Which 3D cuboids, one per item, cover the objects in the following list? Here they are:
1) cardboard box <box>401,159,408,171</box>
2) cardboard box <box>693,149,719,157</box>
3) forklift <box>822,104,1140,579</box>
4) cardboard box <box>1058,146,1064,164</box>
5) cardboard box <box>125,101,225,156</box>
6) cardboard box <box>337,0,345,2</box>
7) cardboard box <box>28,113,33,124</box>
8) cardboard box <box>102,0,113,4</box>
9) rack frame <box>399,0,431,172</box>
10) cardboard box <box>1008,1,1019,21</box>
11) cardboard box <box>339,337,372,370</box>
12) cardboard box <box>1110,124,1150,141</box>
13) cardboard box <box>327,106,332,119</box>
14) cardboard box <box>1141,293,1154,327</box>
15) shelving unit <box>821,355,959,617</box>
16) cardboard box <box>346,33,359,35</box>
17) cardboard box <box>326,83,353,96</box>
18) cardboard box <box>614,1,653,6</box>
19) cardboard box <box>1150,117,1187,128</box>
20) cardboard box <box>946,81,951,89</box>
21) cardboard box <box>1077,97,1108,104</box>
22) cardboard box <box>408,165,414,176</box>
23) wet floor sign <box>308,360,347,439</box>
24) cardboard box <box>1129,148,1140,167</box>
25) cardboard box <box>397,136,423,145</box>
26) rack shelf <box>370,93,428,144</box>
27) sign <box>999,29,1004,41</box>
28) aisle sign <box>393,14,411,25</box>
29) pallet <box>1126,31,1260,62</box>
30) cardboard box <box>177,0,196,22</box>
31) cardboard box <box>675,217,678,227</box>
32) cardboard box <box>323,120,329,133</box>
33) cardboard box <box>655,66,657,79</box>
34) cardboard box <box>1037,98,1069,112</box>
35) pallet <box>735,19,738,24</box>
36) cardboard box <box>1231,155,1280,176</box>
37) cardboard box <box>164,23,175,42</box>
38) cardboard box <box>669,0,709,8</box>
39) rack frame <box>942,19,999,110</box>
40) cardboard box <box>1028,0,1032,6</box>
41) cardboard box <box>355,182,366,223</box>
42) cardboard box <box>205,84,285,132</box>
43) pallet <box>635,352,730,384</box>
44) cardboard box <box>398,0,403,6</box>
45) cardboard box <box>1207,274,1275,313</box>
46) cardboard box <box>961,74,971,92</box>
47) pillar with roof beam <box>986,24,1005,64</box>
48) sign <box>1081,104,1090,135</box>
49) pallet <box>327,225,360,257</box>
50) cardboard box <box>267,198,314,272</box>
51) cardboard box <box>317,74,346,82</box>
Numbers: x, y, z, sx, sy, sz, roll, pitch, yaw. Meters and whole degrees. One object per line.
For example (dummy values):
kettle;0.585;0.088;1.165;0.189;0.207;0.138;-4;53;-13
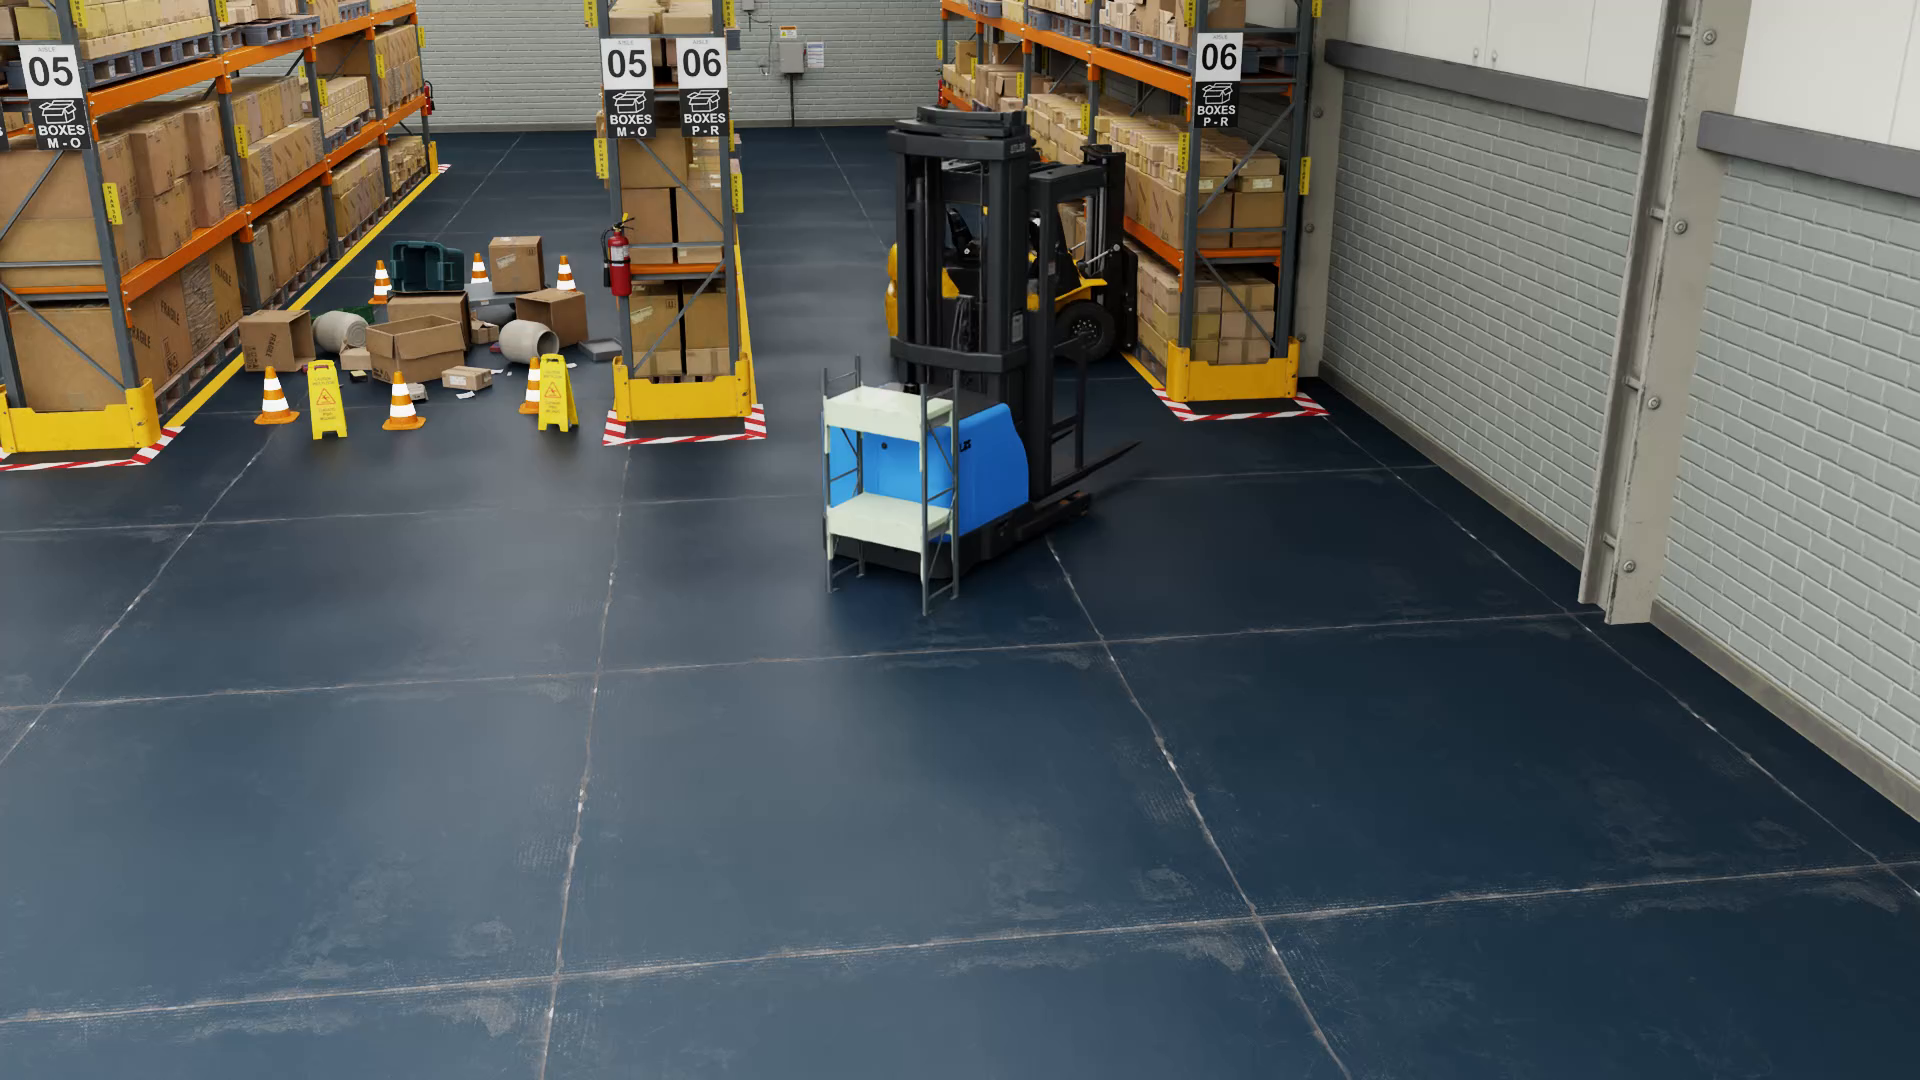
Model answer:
cardboard box;-8.994;-5.955;26.424;0.380;0.149;0.250;-3;21;-8
cardboard box;-2.529;-3.569;16.418;0.500;0.500;0.500;-2;21;-6
forklift;0.307;-1.580;11.758;1.130;2.935;3.031;13;24;32
cardboard box;1.461;-4.572;19.884;0.500;0.250;0.500;-3;21;-7
cardboard box;-7.864;-4.044;16.498;0.875;0.550;0.550;-3;21;-8
cardboard box;-9.090;-7.879;23.494;0.700;0.500;0.500;-3;21;-8
cardboard box;-13.672;-6.153;24.263;0.380;0.149;0.250;-3;21;-8
cardboard box;-7.112;-4.424;13.463;0.380;0.149;0.250;-3;21;-9
rack frame;-9.613;-7.752;28.184;1.000;3.000;0.127;-3;21;-8
cardboard box;0.948;-7.193;22.614;0.500;0.250;0.500;-3;21;-8
cardboard box;-5.813;-1.814;16.194;0.396;0.266;0.258;1;20;2
cardboard box;1.773;-4.230;17.259;0.380;0.149;0.250;-2;21;-7
cardboard box;-8.414;-5.564;21.660;0.380;0.149;0.250;-4;21;-9
cardboard box;2.047;-2.218;15.984;0.500;0.250;0.500;-3;21;-8
shelving unit;-0.433;-0.348;10.505;0.755;1.500;0.431;12;24;29
cardboard box;-9.511;-7.527;25.586;0.500;0.500;0.500;-2;21;-6
cardboard box;-8.640;-6.237;23.036;0.380;0.149;0.250;-4;21;-10
cardboard box;-3.170;-5.145;16.136;0.380;0.149;0.250;-3;21;-8
cardboard box;2.252;-4.439;17.820;0.380;0.149;0.250;-3;21;-9
cardboard box;-0.042;-8.043;29.322;0.380;0.149;0.250;-3;21;-8
cardboard box;1.708;-5.589;21.323;0.380;0.149;0.250;-3;21;-8
cardboard box;-9.074;-5.996;26.957;0.380;0.149;0.250;-3;21;-7
wet floor sign;-5.343;-1.199;14.005;0.267;0.644;0.232;-7;21;-17
cardboard box;1.901;-3.824;16.598;0.380;0.149;0.250;-3;21;-9
cardboard box;-9.286;-6.721;28.049;0.380;0.149;0.250;-3;21;-7
rack shelf;-9.325;-6.722;26.456;1.077;0.370;4.000;-3;21;-8
sign;0.734;-9.000;29.419;0.100;0.325;0.005;-3;21;-8
aisle sign;-9.326;-9.010;27.838;0.394;0.787;0.004;-3;21;-8
pallet;2.233;-4.782;16.071;1.003;0.211;1.213;-3;21;-8
cardboard box;-7.485;-4.982;15.528;0.500;0.250;0.500;-3;21;-8
cardboard box;-2.889;-3.028;15.896;0.380;0.149;0.250;-3;21;-8
cardboard box;-8.363;-5.319;21.429;0.380;0.149;0.250;-2;21;-5
cardboard box;-2.824;-4.072;14.404;0.380;0.149;0.250;-2;21;-6
cardboard box;1.192;-5.564;21.256;0.380;0.149;0.250;-2;21;-6
pallet;-3.135;-5.777;18.878;1.213;0.211;1.003;-3;21;-8
cardboard box;2.652;-3.366;14.945;0.380;0.149;0.250;-3;21;-9
cardboard box;-7.329;-4.577;15.013;0.380;0.149;0.250;-3;21;-8
cardboard box;-2.675;-5.263;16.454;0.380;0.149;0.250;-2;21;-6
rack frame;0.182;-8.288;29.620;1.000;3.000;0.127;-3;21;-8
cardboard box;1.085;-6.922;21.265;0.380;0.166;0.250;-3;21;-8
cardboard box;-8.464;-4.617;22.763;0.500;0.500;0.500;-3;21;-9
cardboard box;-8.254;-4.989;19.214;0.700;0.500;0.500;-3;21;-9
pallet;-2.516;-1.500;15.431;1.003;0.211;1.213;-3;21;-8
cardboard box;-9.146;-8.594;26.366;0.500;0.250;0.500;-2;21;-5
cardboard box;2.607;-2.302;15.492;0.500;0.250;0.500;-3;21;-9
cardboard box;0.298;-7.482;27.252;0.500;0.250;0.500;-3;21;-8
pillar with roof beam;-3.575;-11.860;30.610;9.100;9.000;0.400;-3;21;-8
sign;1.376;-4.608;18.225;0.100;0.325;0.005;-3;21;-8
pallet;-8.571;-3.946;21.981;1.003;0.211;1.213;-3;21;-8
cardboard box;-8.332;-3.607;19.702;1.050;0.750;0.750;-3;21;-7
cardboard box;-9.386;-6.706;24.817;0.500;0.500;0.500;-3;21;-8
